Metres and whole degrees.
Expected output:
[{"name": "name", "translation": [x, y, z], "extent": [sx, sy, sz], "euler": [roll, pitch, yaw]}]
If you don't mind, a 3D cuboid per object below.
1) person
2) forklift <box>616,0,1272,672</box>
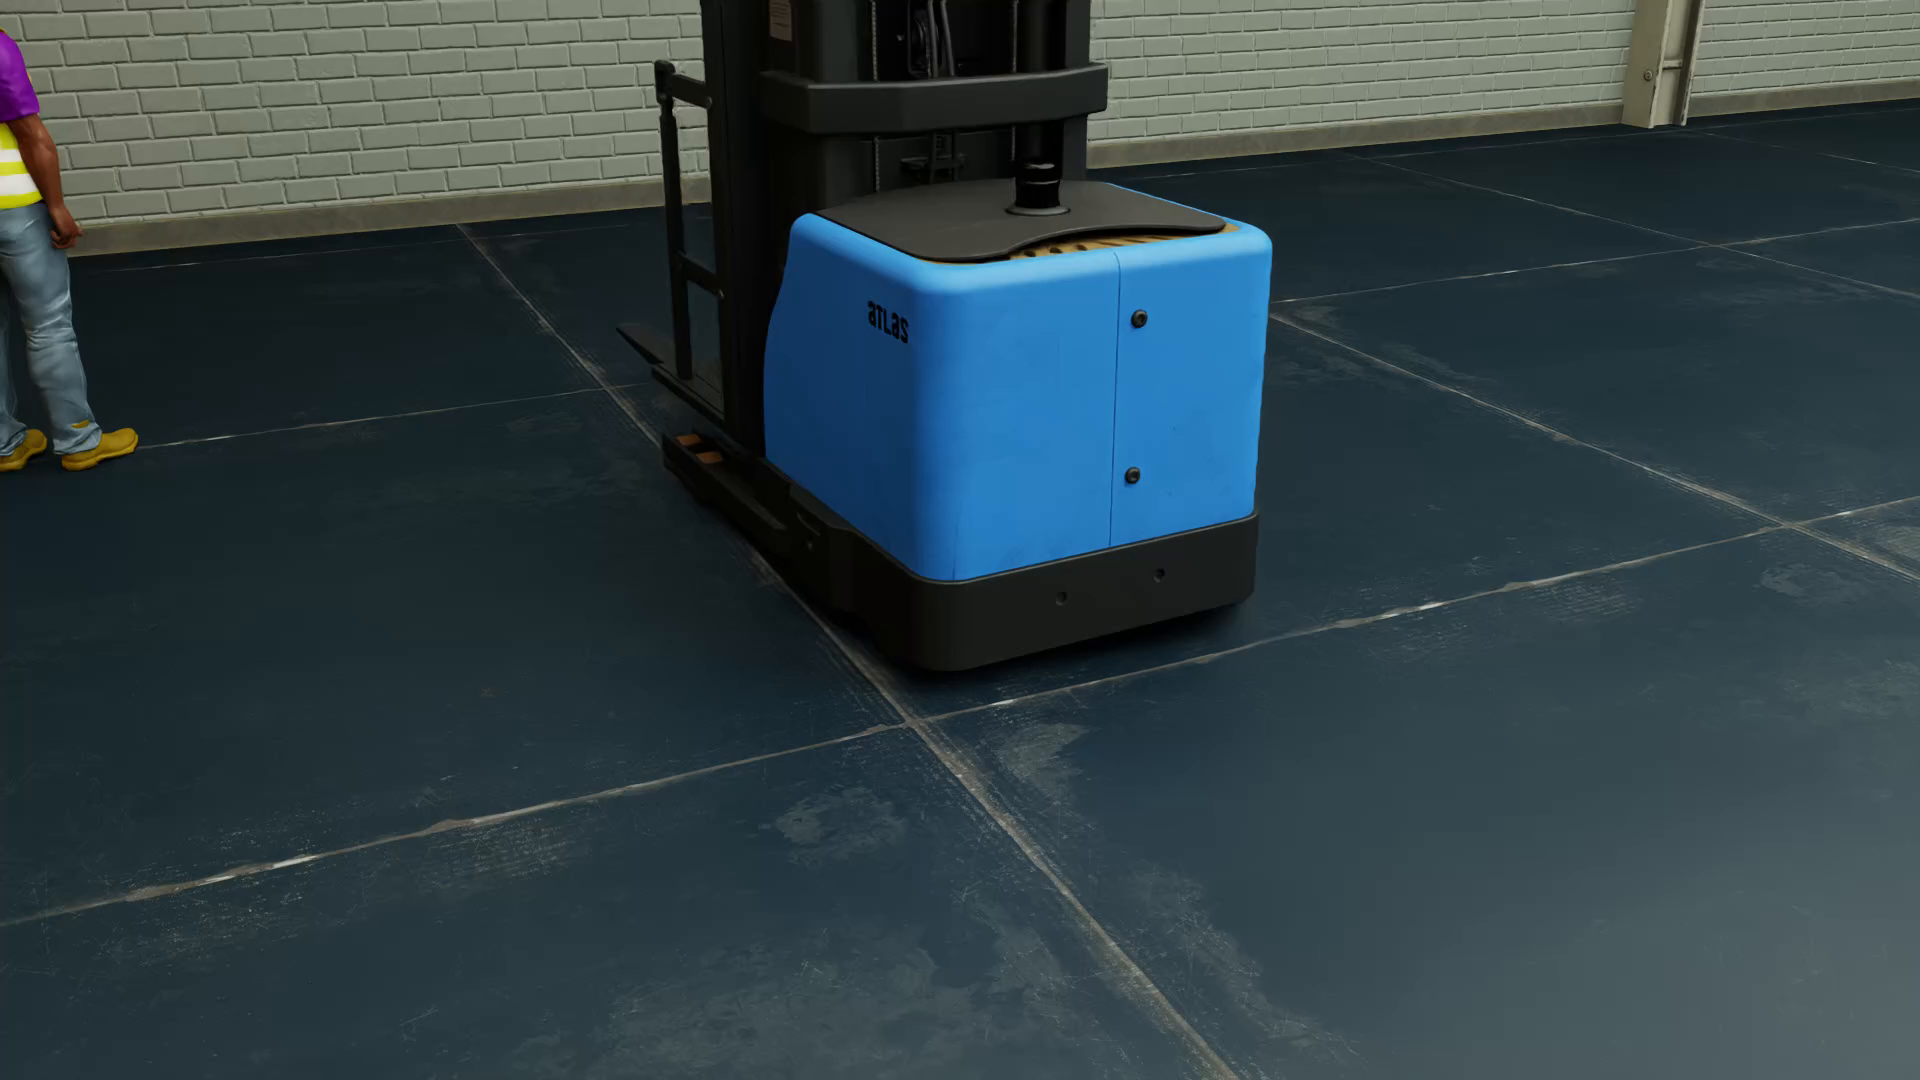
[{"name": "person", "translation": [-3.159, -1.089, 5.428], "extent": [0.555, 1.770, 0.394], "euler": [1, 23, 3]}, {"name": "forklift", "translation": [-0.338, -1.551, 5.019], "extent": [1.130, 2.935, 3.031], "euler": [-12, 25, -26]}]
